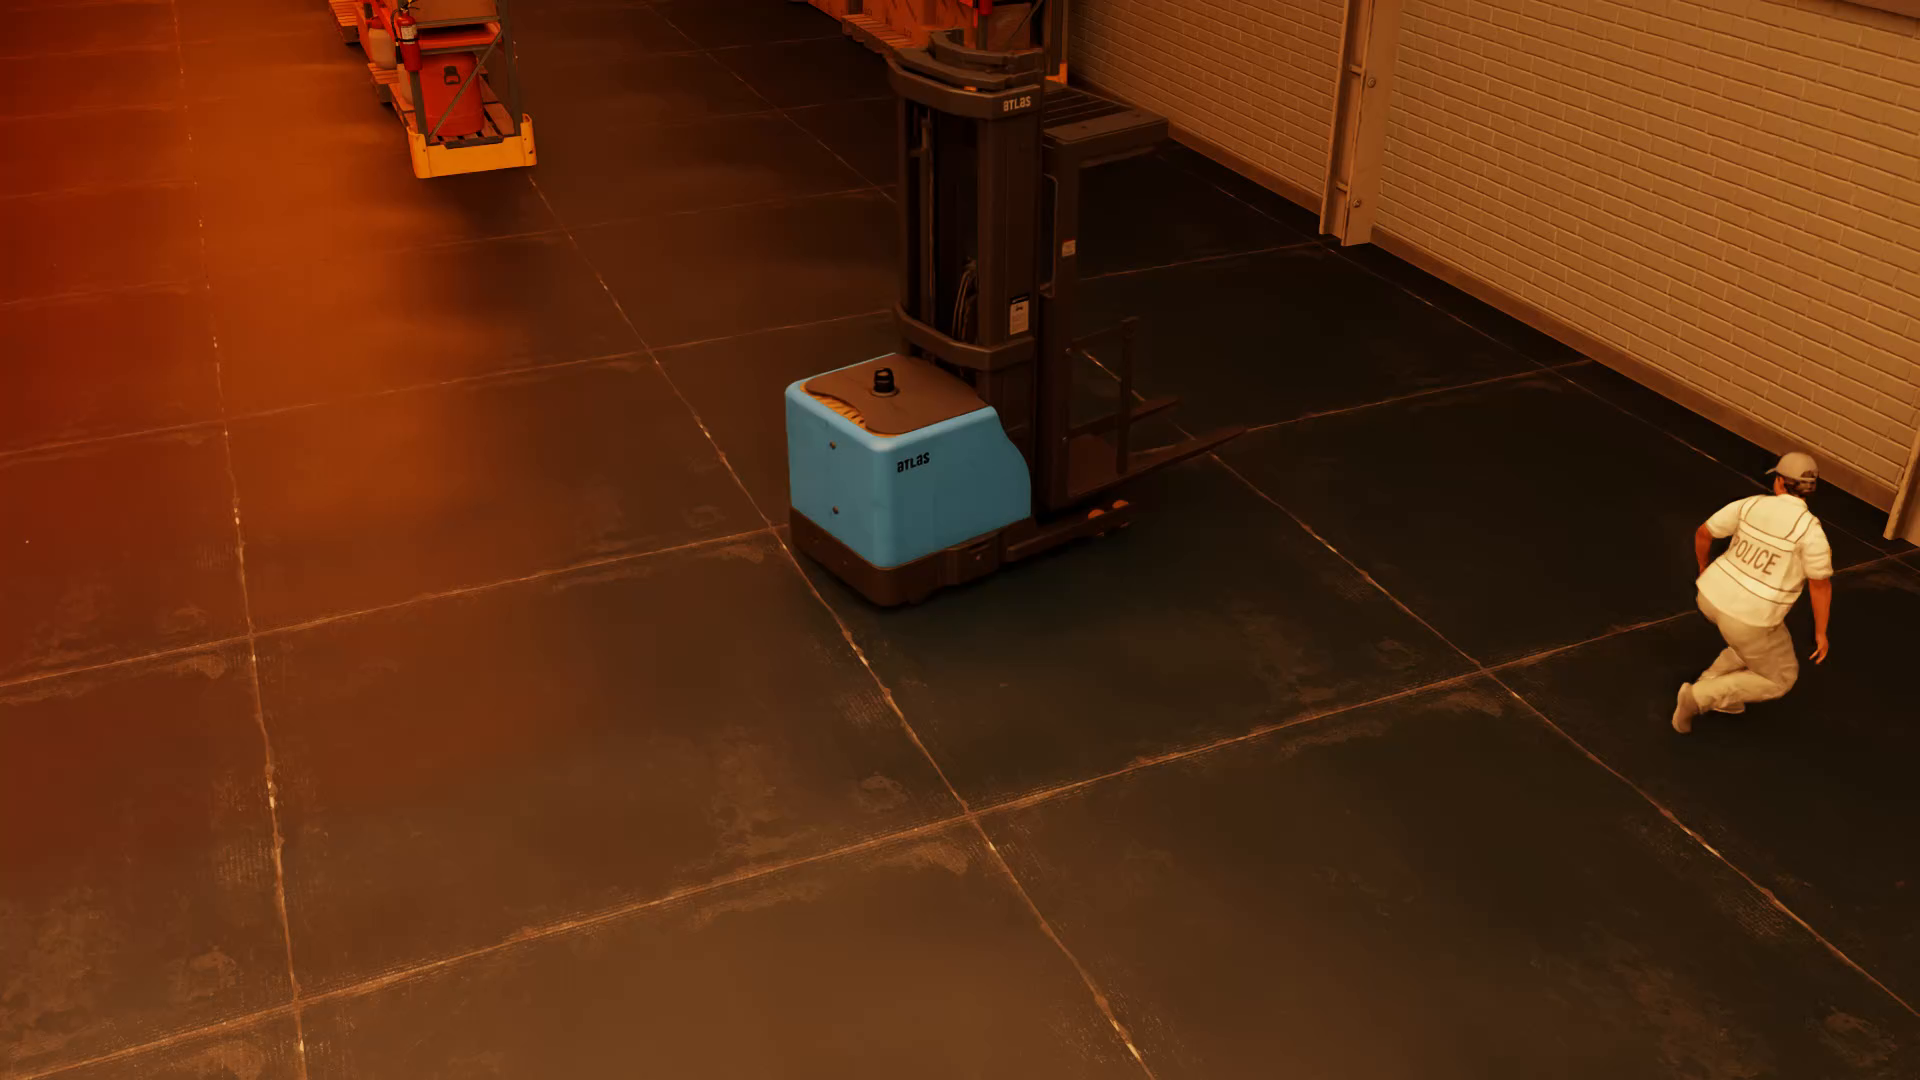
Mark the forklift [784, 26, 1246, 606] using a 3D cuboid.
[{"bbox_3d":[0.465,-1.480,9.707,3.031,2.935,1.130,-21,36,-32],"label":"forklift"}]

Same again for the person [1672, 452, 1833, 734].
[{"bbox_3d":[3.849,0.288,8.130,0.621,1.456,0.757,-7,31,-13],"label":"person"}]
